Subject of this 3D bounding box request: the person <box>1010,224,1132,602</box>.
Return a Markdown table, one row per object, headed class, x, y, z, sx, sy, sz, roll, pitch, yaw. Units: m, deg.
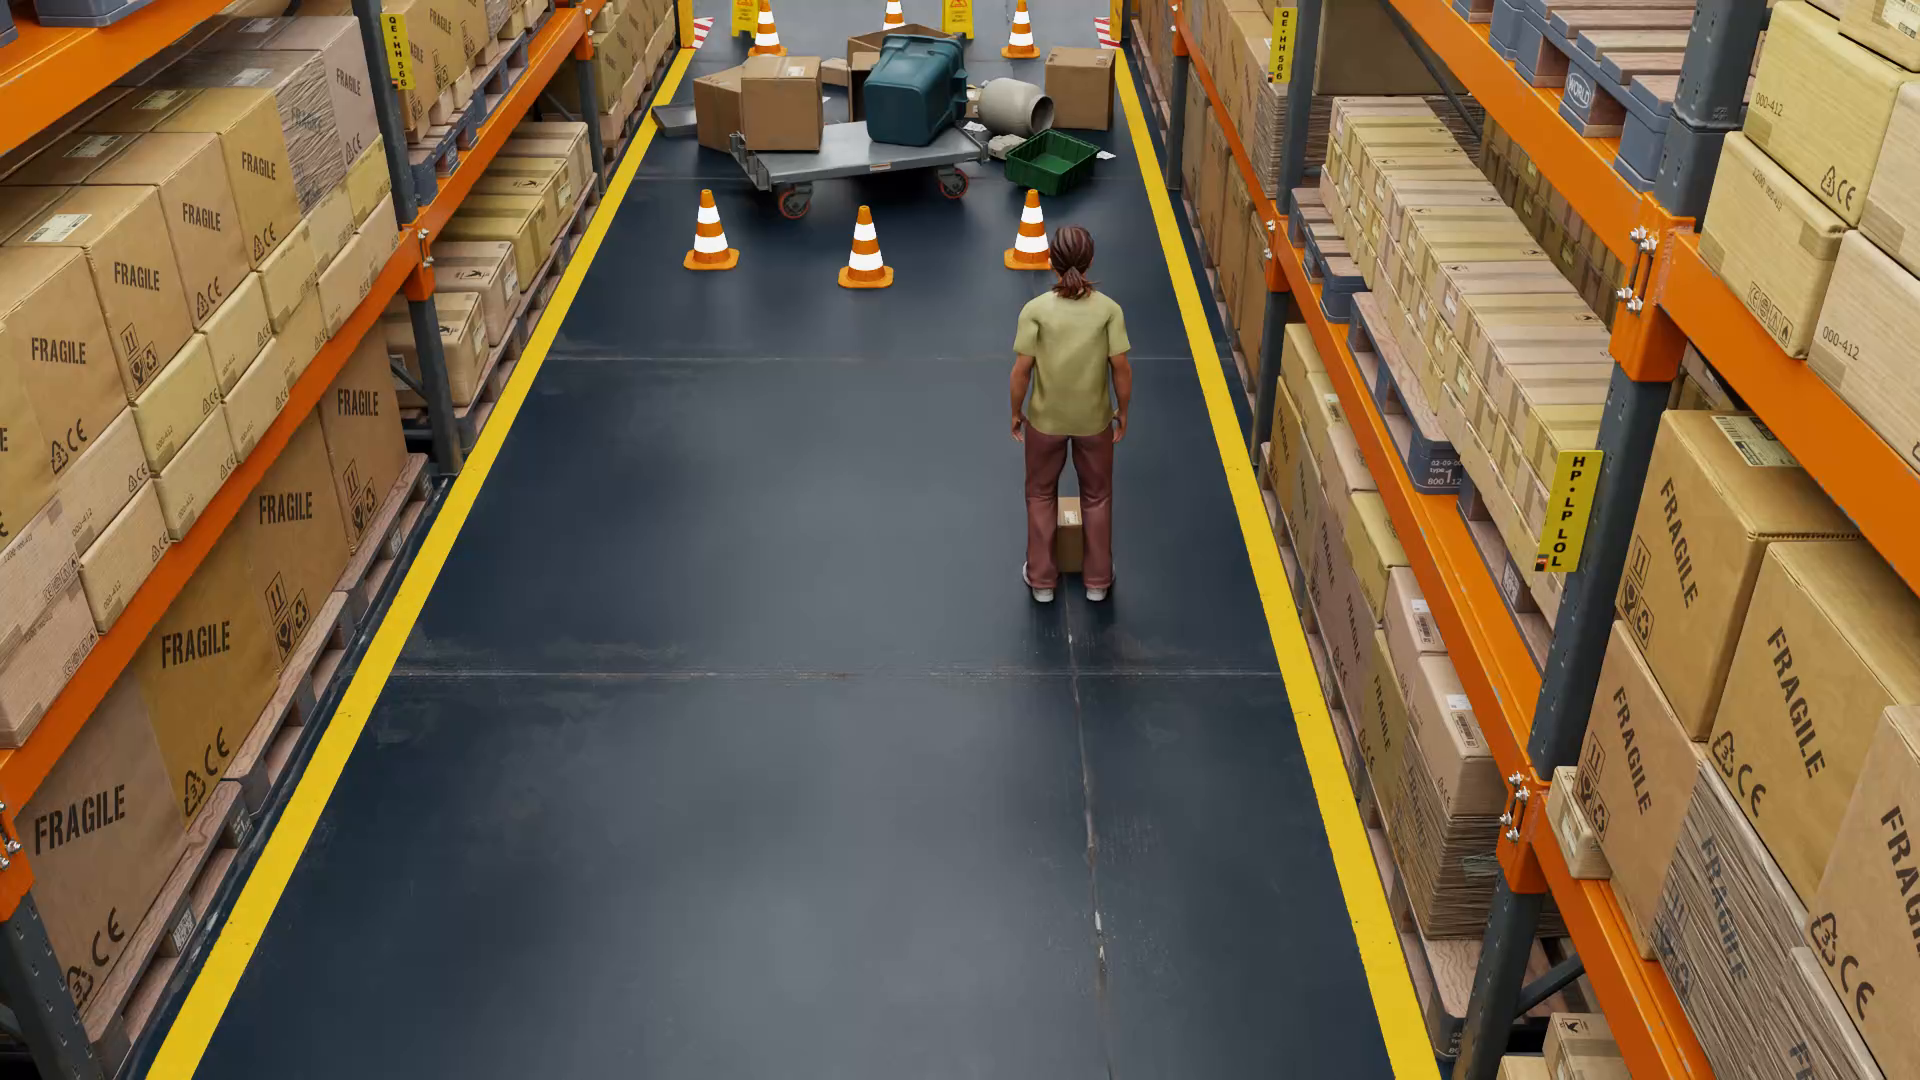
| class | x | y | z | sx | sy | sz | roll | pitch | yaw |
| --- | --- | --- | --- | --- | --- | --- | --- | --- | --- |
| person | 0.454 | -0.400 | 7.010 | 0.499 | 1.436 | 0.357 | 0 | 32 | 0 |
